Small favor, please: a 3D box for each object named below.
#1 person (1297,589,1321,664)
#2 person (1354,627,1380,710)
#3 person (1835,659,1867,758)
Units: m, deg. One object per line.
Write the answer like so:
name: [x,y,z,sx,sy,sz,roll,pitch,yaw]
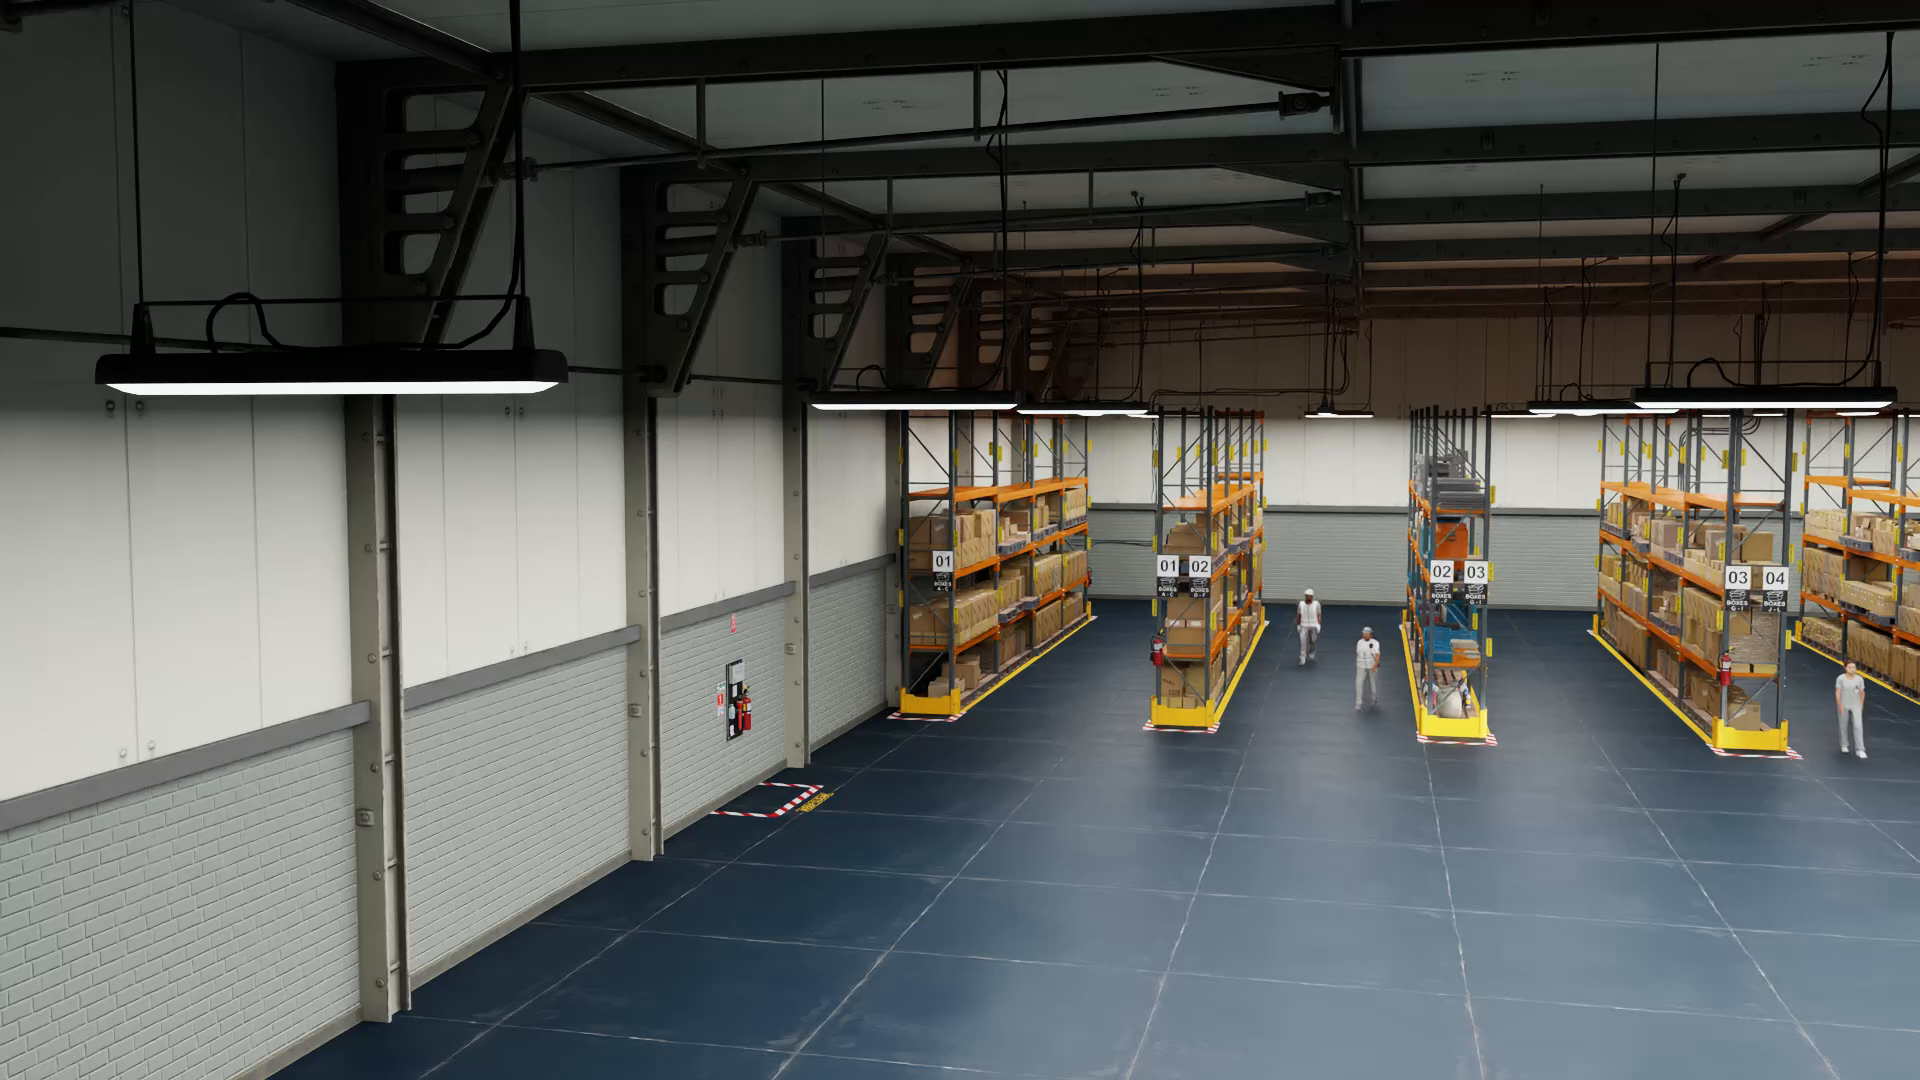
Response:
person: [8.231,2.022,39.178,0.552,1.712,1.087,1,4,9]
person: [8.105,2.538,33.055,0.478,1.598,1.001,2,5,24]
person: [15.147,2.853,28.277,0.484,1.627,0.955,2,5,25]
